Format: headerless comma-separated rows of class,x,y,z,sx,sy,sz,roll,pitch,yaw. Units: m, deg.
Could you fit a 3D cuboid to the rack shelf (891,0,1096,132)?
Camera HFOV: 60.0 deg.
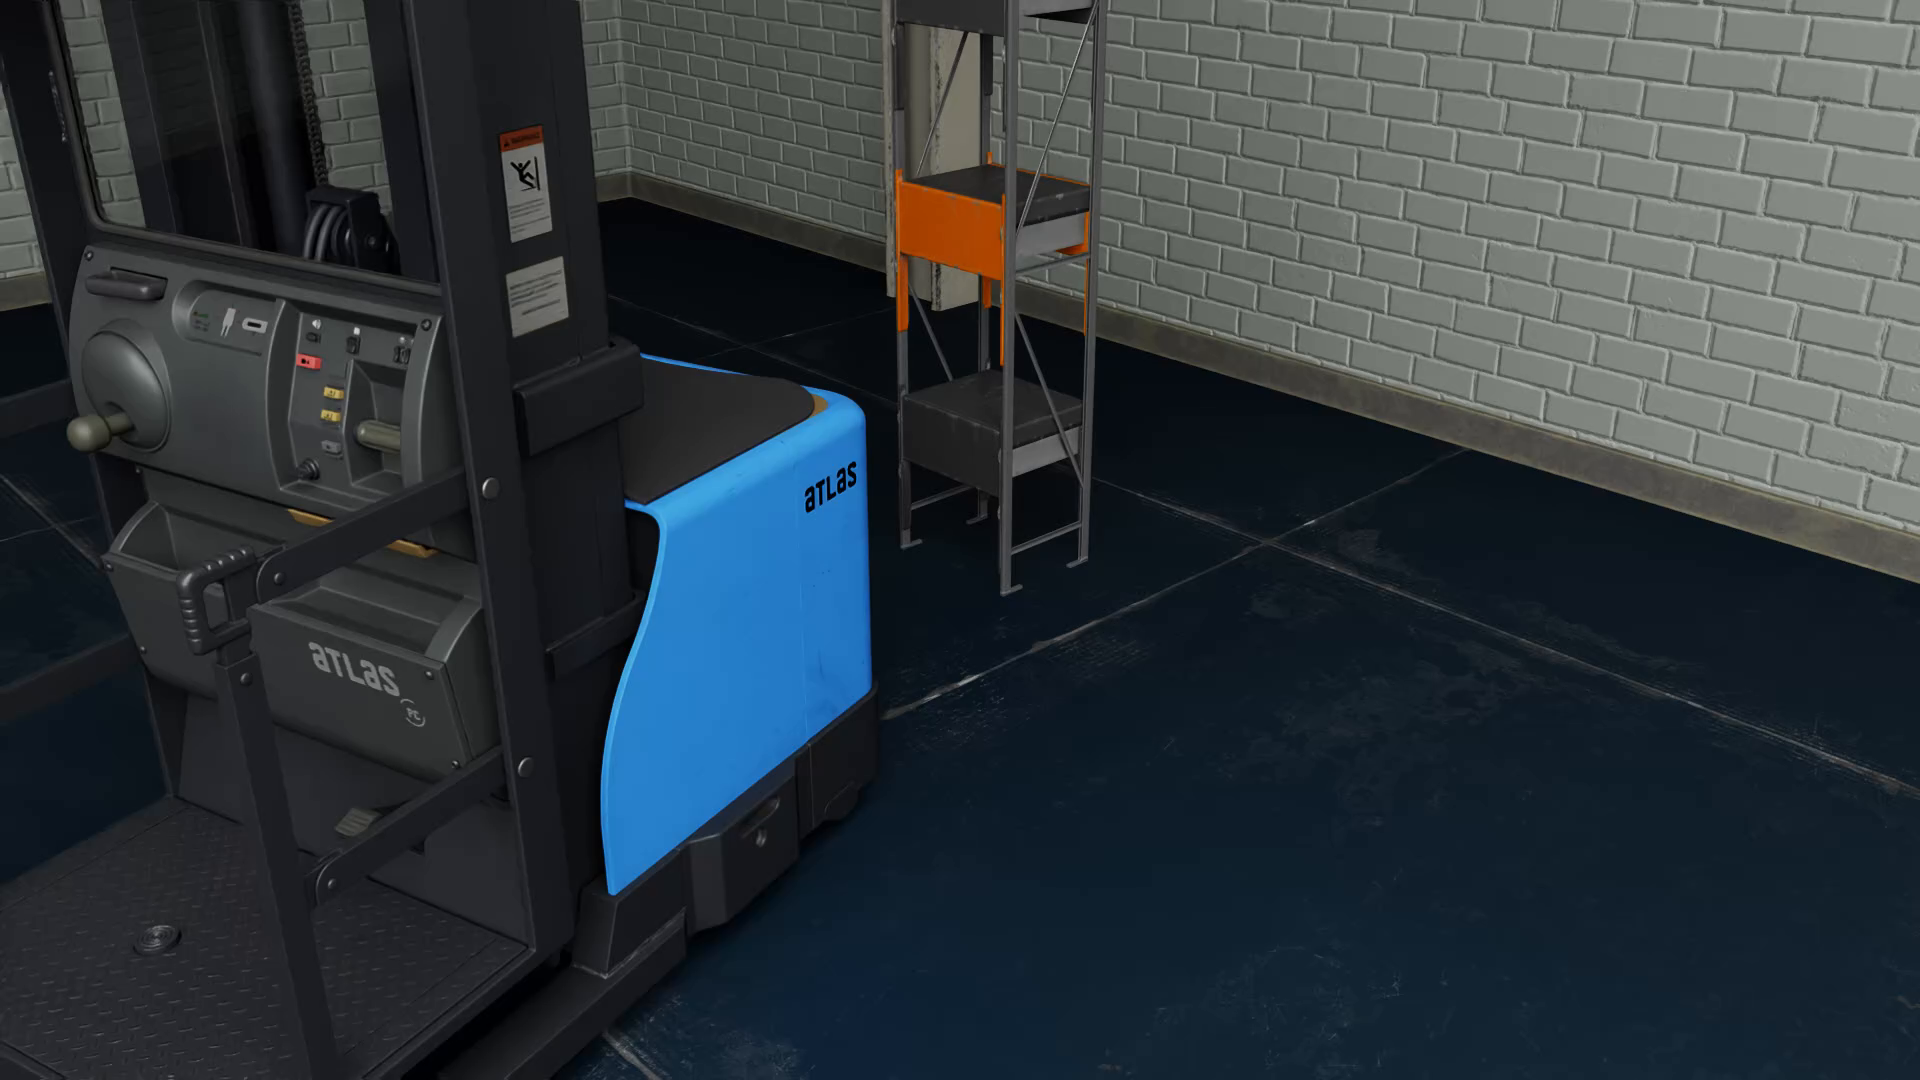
rack shelf,0.113,-1.530,4.919,0.431,0.518,0.480,-21,32,-38

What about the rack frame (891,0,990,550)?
rack frame,-0.054,-0.979,5.366,0.400,2.100,0.015,-21,32,-38

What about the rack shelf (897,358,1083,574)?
rack shelf,0.113,-0.256,5.500,0.431,0.518,0.480,-21,32,-38

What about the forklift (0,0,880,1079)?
forklift,-1.377,-0.264,2.797,1.130,2.935,3.031,13,28,27

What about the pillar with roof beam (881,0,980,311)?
pillar with roof beam,-3.273,-4.107,3.911,9.100,9.000,0.400,-21,32,-38

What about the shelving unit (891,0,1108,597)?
shelving unit,0.113,-0.905,5.204,0.431,2.100,0.503,-21,32,-38

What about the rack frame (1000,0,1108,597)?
rack frame,0.280,-0.831,5.042,0.400,2.100,0.015,-21,32,-38

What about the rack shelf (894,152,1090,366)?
rack shelf,0.113,-0.893,5.210,0.431,0.518,0.480,-21,32,-38
